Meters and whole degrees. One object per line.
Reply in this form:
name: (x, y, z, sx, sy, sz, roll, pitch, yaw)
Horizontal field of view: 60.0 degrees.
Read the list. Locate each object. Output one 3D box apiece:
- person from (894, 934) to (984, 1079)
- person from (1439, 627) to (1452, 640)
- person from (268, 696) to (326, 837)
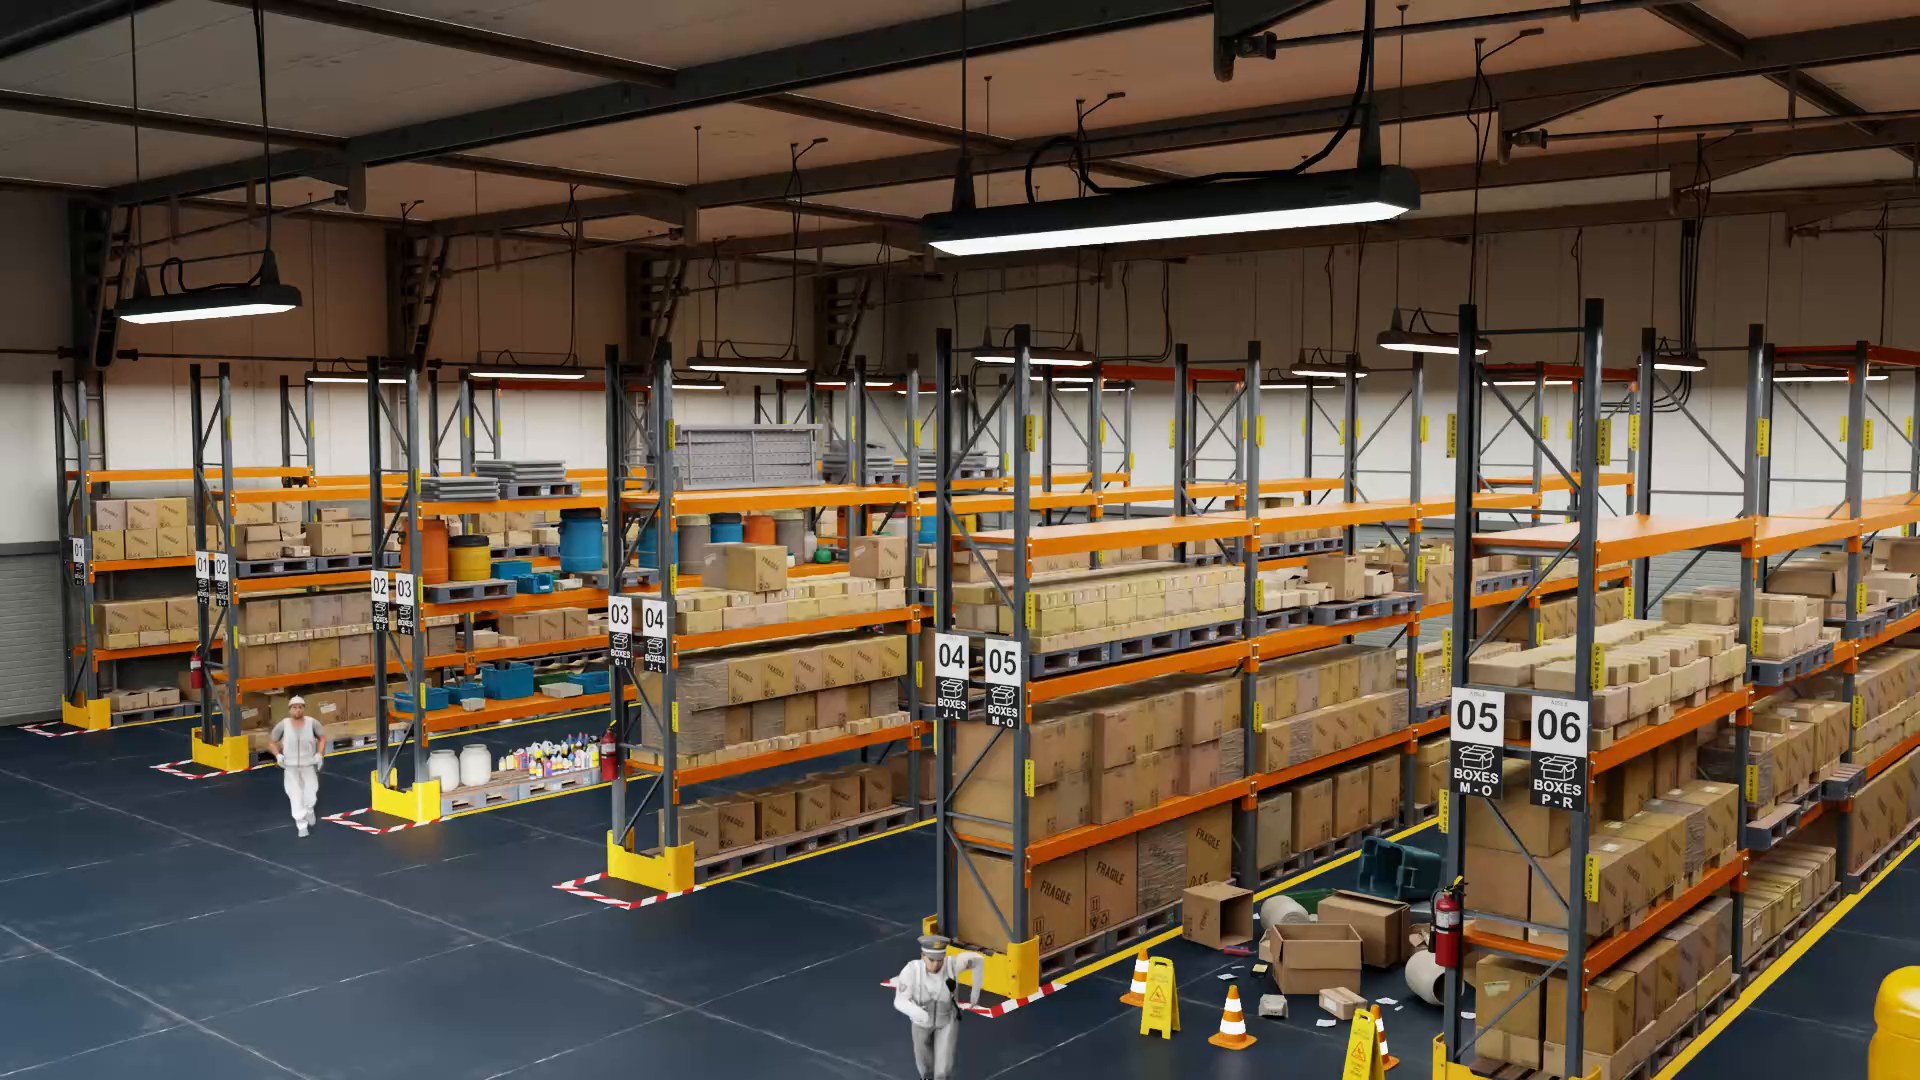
person: (-0.147, 3.532, 12.033, 0.649, 1.540, 0.916, 0, 4, -1)
person: (7.948, 2.332, 27.254, 0.646, 1.827, 0.681, 3, 5, 35)
person: (-8.229, 2.801, 20.662, 0.663, 1.745, 0.597, -2, 4, -22)
